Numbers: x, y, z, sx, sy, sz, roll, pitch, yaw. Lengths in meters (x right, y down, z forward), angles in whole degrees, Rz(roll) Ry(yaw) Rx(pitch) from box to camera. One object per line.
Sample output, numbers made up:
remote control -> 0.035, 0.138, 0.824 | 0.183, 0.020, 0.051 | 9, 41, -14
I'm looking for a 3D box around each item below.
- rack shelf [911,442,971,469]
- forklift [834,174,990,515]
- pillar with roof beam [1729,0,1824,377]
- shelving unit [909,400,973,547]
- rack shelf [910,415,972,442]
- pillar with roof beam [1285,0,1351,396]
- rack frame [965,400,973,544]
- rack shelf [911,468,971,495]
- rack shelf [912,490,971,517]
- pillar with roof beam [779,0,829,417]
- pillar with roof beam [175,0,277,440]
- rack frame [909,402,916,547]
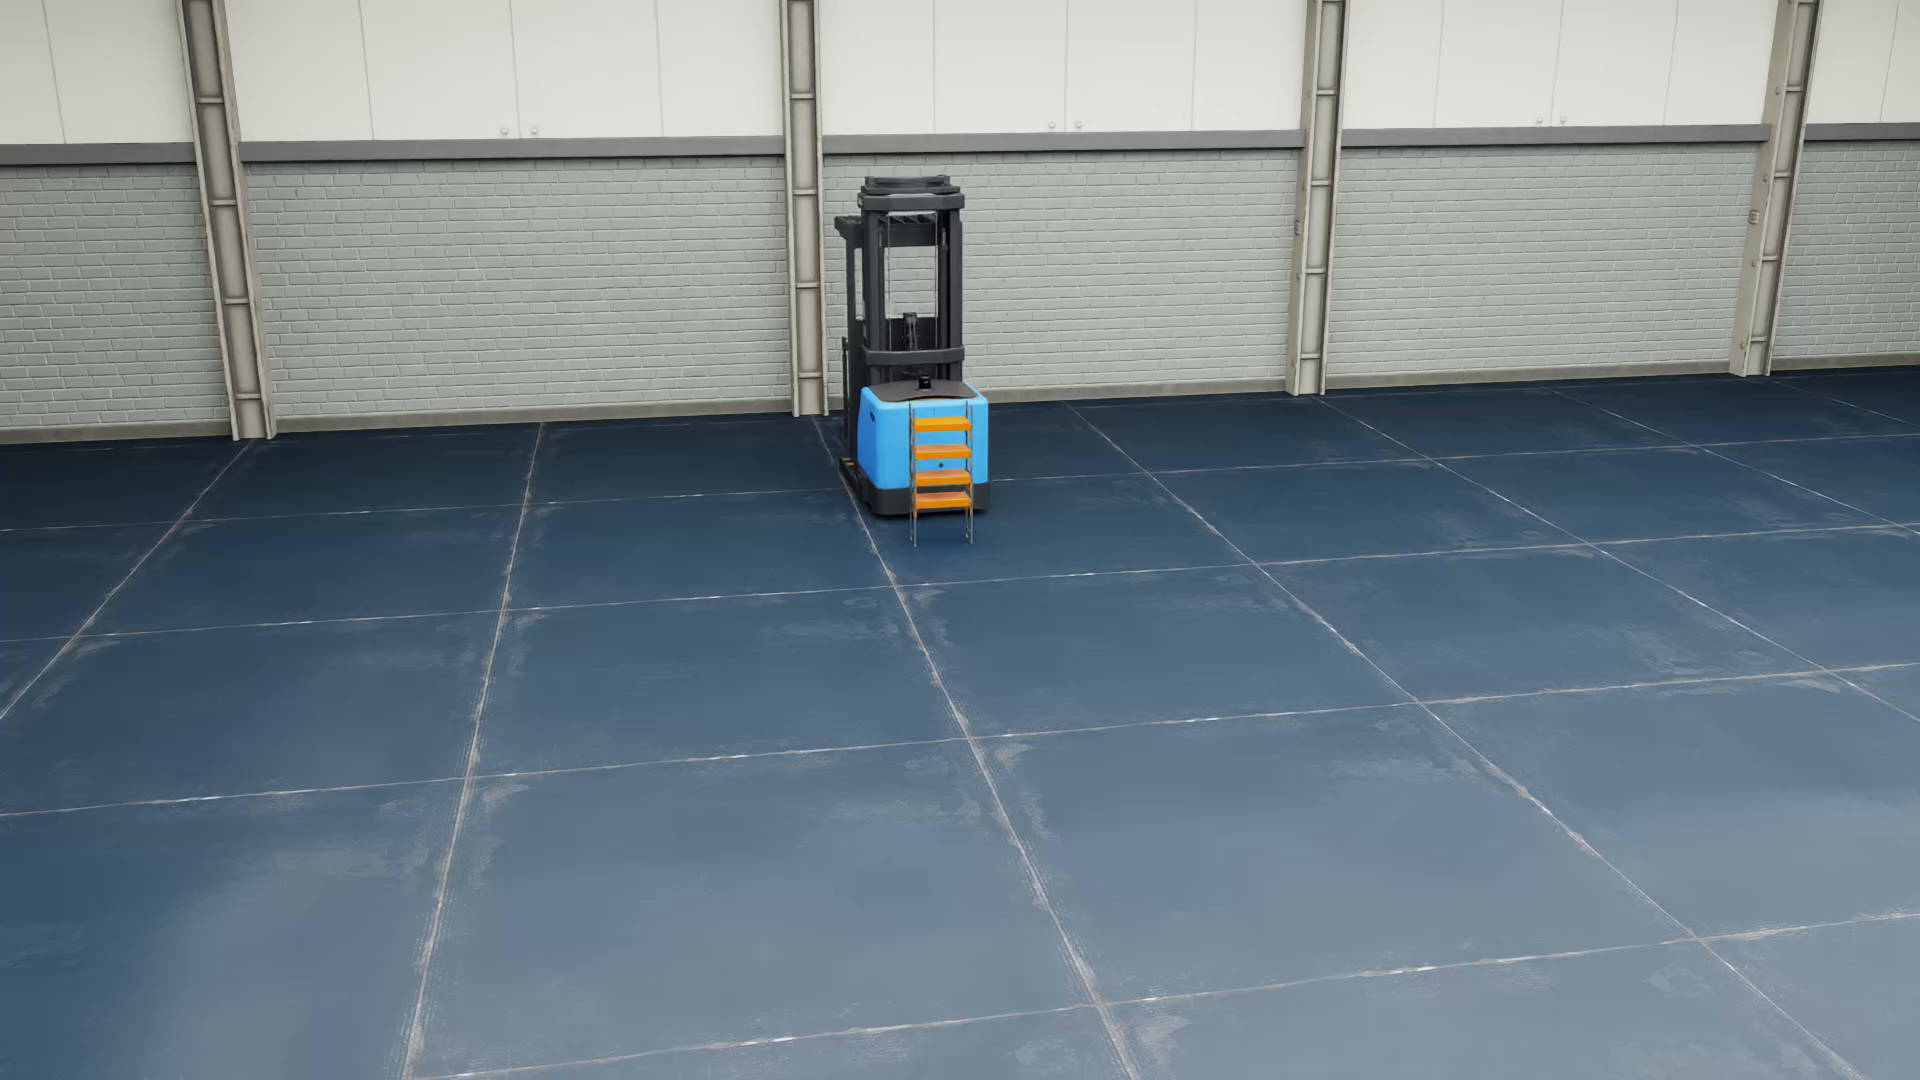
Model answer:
rack shelf -> -0.163, -0.714, 14.060 | 0.480, 0.148, 0.258 | -3, 17, -10
forklift -> -0.573, -2.014, 15.877 | 1.130, 2.935, 3.031 | -4, 18, -13
pillar with roof beam -> 10.880, -5.184, 15.864 | 0.400, 9.000, 9.100 | -3, 17, -10
shelving unit -> -0.163, -0.564, 14.106 | 0.503, 1.200, 0.258 | -3, 17, -10
rack shelf -> -0.163, -0.940, 13.990 | 0.480, 0.148, 0.258 | -3, 17, -10
pillar with roof beam -> 4.989, -4.850, 14.776 | 0.400, 9.000, 9.100 | -3, 17, -10
rack frame -> 0.077, -0.578, 14.150 | 0.015, 1.200, 0.240 | -3, 17, -10
rack shelf -> -0.163, -0.500, 14.125 | 0.480, 0.148, 0.258 | -3, 17, -10
rack shelf -> -0.163, -0.310, 14.184 | 0.480, 0.148, 0.258 | -3, 17, -10
pillar with roof beam -> -0.902, -4.516, 13.687 | 0.400, 9.000, 9.100 | -3, 17, -10
pillar with roof beam -> -6.793, -4.182, 12.599 | 0.400, 9.000, 9.100 | -3, 17, -10
rack frame -> -0.402, -0.551, 14.061 | 0.015, 1.200, 0.240 | -3, 17, -10
